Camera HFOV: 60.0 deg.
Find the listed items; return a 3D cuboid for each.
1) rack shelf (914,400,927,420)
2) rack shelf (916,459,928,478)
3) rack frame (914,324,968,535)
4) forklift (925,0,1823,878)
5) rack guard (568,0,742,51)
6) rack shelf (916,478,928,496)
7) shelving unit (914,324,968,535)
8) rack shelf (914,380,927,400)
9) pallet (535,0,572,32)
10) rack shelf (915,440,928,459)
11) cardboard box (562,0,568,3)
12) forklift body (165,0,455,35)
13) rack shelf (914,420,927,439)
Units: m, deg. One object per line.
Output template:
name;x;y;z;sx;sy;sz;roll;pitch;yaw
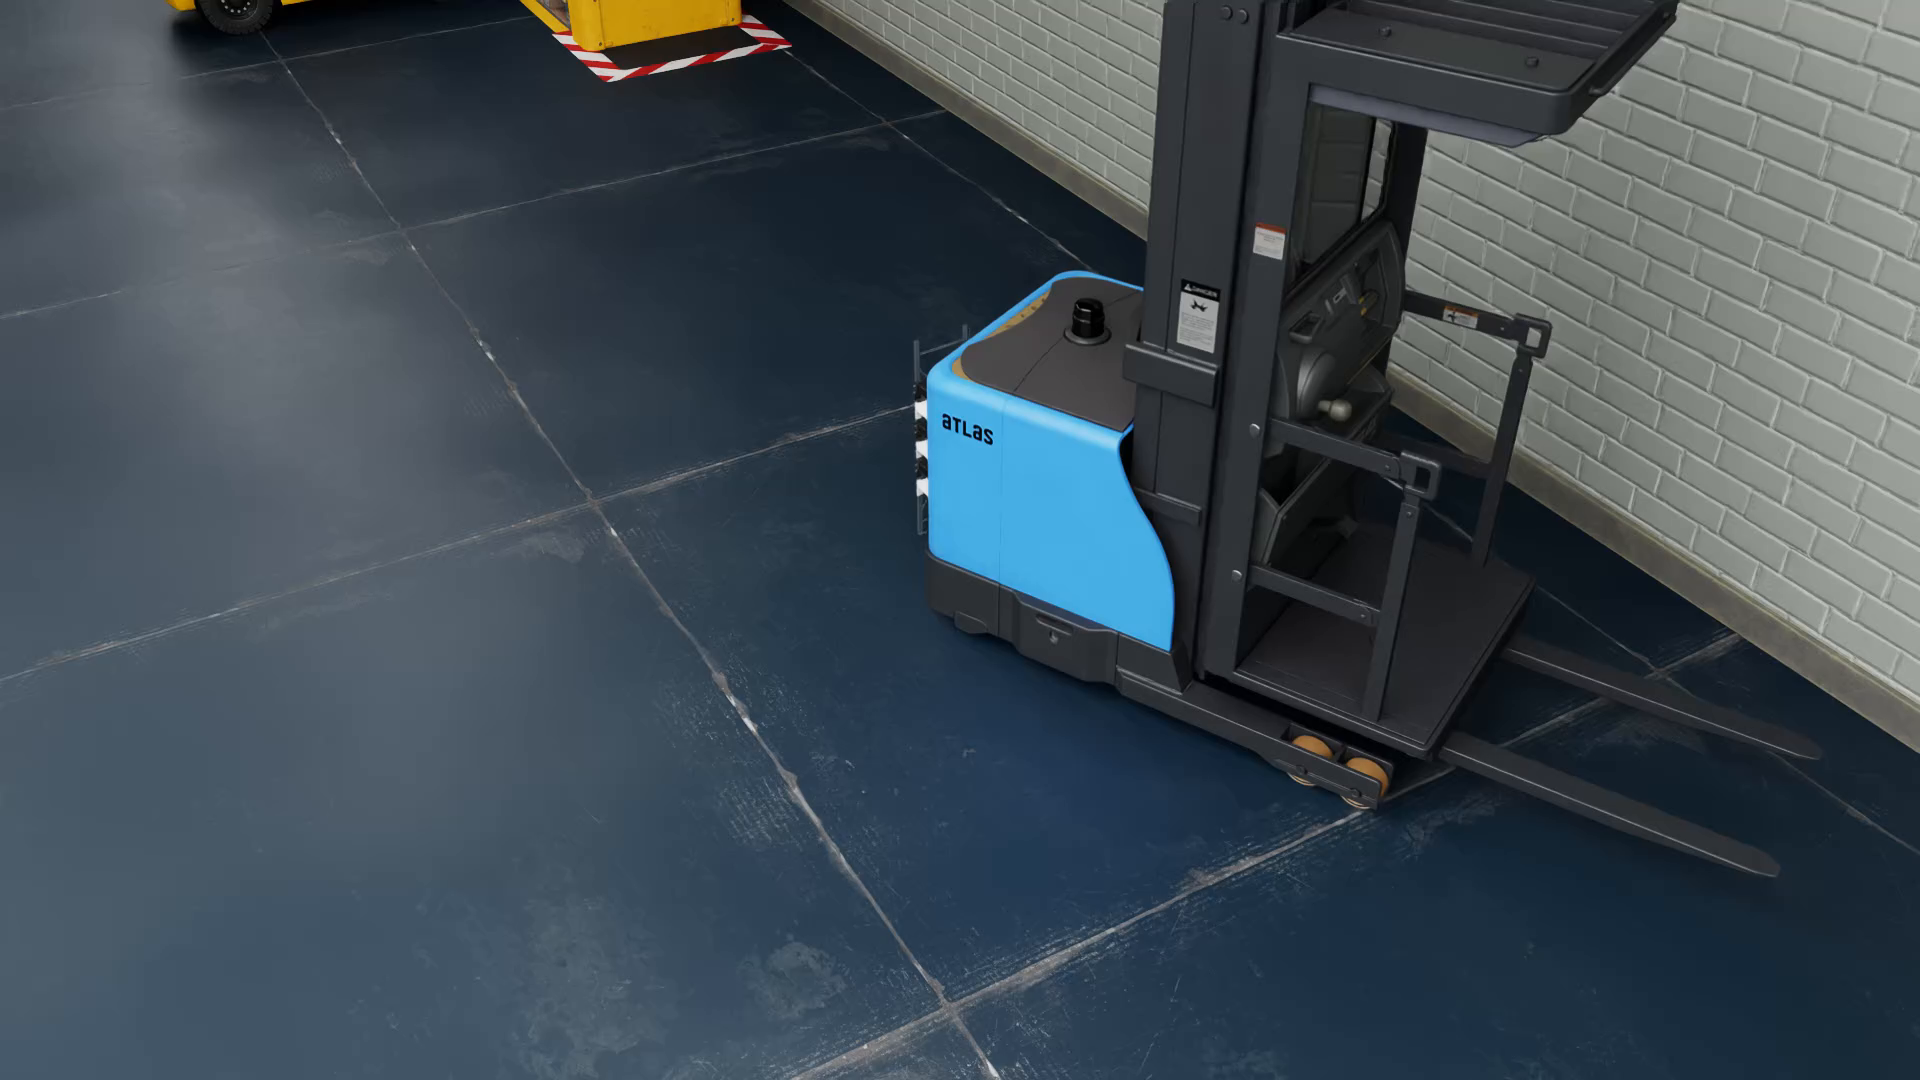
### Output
rack shelf;-0.015;-0.491;6.409;0.258;0.077;0.200;-22;41;-27
rack shelf;-0.014;-0.273;6.569;0.258;0.077;0.200;-22;41;-27
rack frame;-0.071;-0.422;6.564;0.240;0.900;0.006;-22;41;-27
forklift;1.378;-0.651;5.156;3.031;2.935;1.130;22;41;27
rack guard;-2.108;-3.769;11.487;1.175;0.500;0.348;-19;40;-24
rack shelf;-0.014;-0.200;6.622;0.258;0.077;0.200;-22;41;-27
shelving unit;-0.015;-0.372;6.496;0.258;0.900;0.210;-22;41;-27
rack shelf;-0.015;-0.563;6.356;0.258;0.077;0.200;-22;41;-27
pallet;-2.541;-4.042;12.106;1.003;0.211;1.213;-19;40;-24
rack shelf;-0.015;-0.345;6.516;0.258;0.077;0.200;-22;41;-27
cardboard box;-2.629;-3.996;11.653;0.500;0.250;0.500;-19;40;-24
forklift body;-4.650;-4.875;11.601;2.313;2.155;1.214;-19;40;-24
rack shelf;-0.015;-0.418;6.463;0.258;0.077;0.200;-22;41;-27
